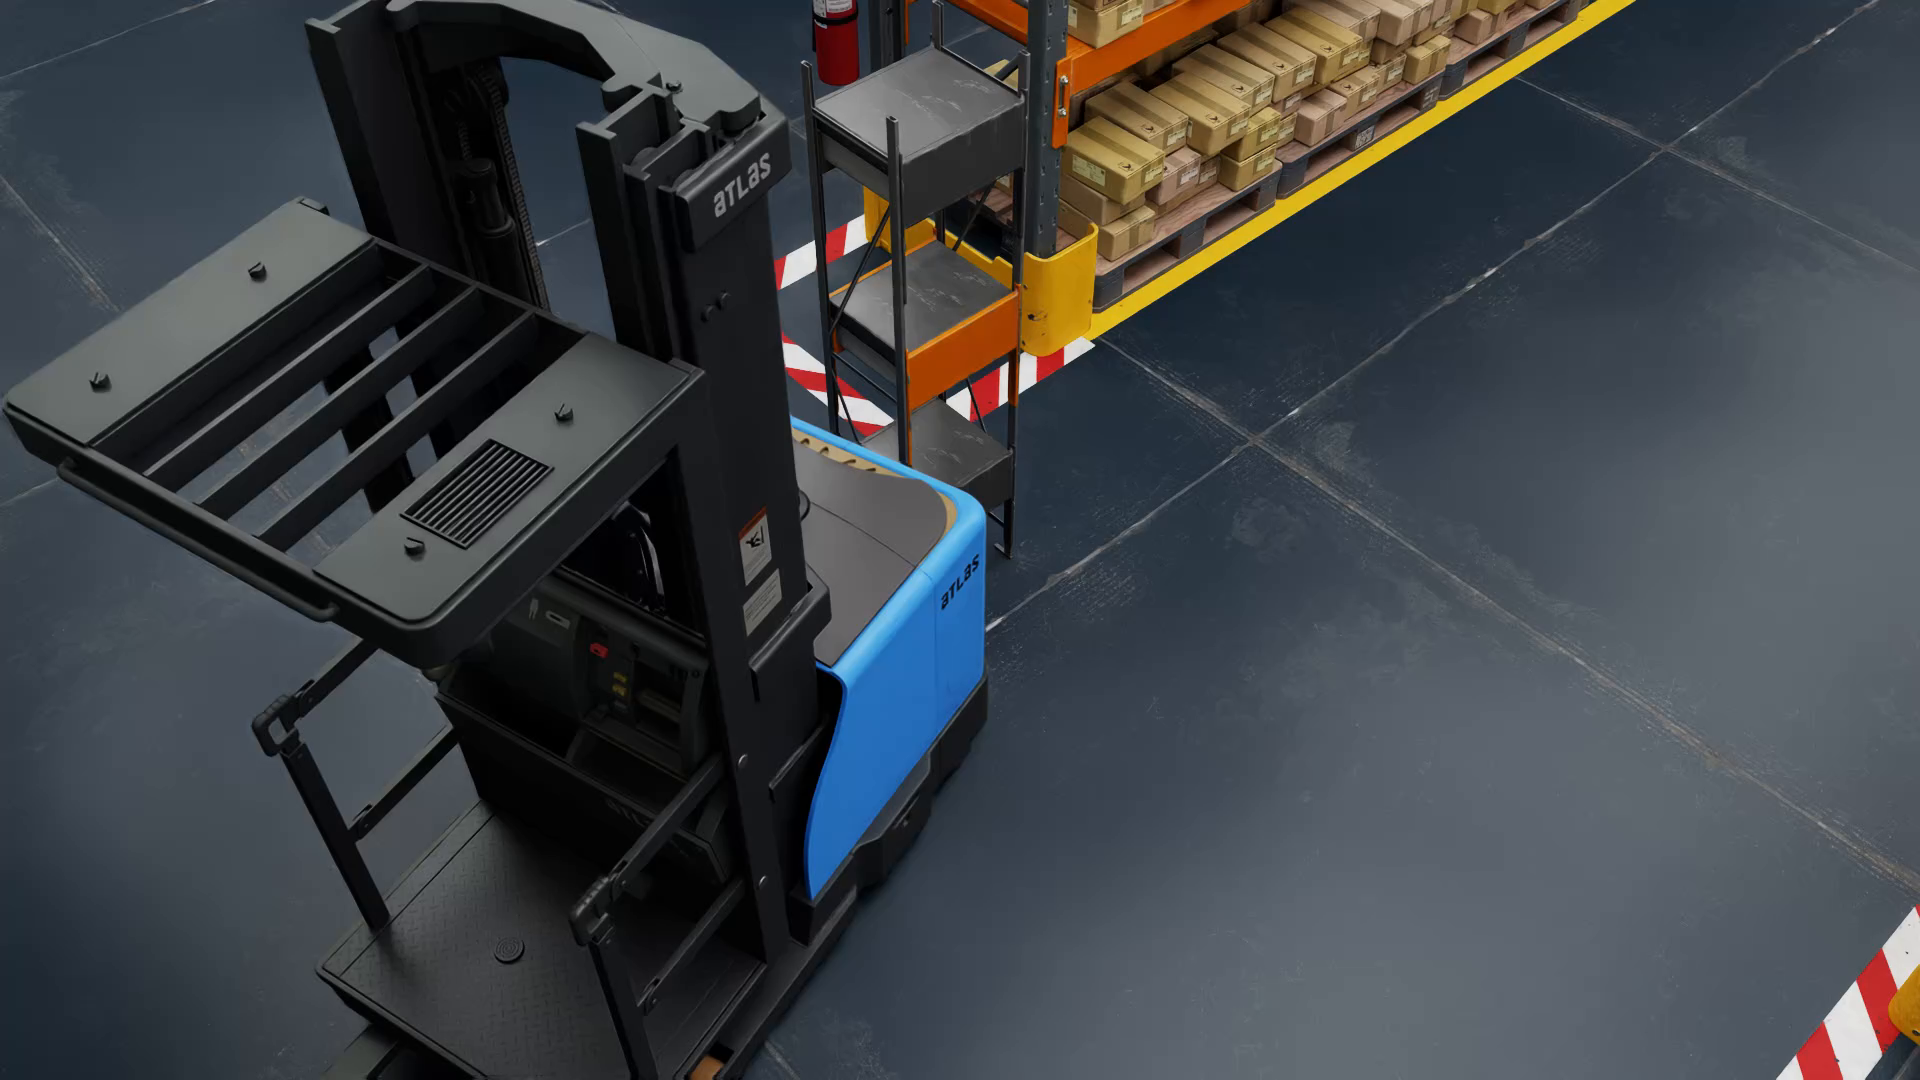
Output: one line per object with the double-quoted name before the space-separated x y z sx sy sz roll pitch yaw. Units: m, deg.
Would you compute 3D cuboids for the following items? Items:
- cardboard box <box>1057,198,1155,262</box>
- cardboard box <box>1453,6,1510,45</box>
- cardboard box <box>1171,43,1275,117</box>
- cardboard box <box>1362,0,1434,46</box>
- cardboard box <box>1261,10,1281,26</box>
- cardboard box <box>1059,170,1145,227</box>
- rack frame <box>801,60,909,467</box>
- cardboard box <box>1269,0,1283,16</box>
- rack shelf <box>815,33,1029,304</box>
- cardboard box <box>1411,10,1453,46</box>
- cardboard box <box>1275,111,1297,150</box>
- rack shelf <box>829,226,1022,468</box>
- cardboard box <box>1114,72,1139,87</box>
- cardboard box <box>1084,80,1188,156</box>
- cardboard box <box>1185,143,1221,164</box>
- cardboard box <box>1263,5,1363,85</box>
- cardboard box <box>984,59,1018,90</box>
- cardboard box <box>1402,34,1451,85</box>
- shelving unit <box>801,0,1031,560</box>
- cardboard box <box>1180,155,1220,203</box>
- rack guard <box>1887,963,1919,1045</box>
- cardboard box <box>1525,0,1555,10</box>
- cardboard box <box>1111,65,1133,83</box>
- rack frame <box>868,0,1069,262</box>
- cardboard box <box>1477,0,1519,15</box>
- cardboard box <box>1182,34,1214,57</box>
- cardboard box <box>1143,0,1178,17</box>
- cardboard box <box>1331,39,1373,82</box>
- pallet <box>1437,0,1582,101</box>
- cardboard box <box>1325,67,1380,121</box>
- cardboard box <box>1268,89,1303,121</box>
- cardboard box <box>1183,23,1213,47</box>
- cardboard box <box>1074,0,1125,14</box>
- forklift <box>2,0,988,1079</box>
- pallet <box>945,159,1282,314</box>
"cardboard box" 0.613 -1.388 7.144 0.250 0.149 0.380 -33 55 -26
"cardboard box" 2.508 -2.653 8.311 0.250 0.149 0.380 -36 57 -28
"cardboard box" 1.149 -2.004 7.307 0.380 0.149 0.250 36 57 29
"cardboard box" 1.966 -2.480 7.747 0.250 0.149 0.380 -36 57 -28
"cardboard box" 1.353 -2.609 8.068 0.250 0.149 0.380 -33 55 -27
"cardboard box" 0.570 -1.524 7.067 0.250 0.149 0.380 -32 55 -26
"rack frame" -0.303 -0.510 5.291 0.015 2.100 0.400 -34 56 -27
"cardboard box" 1.402 -2.666 7.918 0.250 0.149 0.380 -33 56 -27
"rack shelf" -0.122 -1.096 4.898 0.480 0.518 0.431 -34 56 -27
"cardboard box" 2.145 -2.563 8.026 0.250 0.149 0.380 -32 55 -26
"cardboard box" 1.318 -1.933 7.647 0.250 0.149 0.380 -34 56 -27
"rack shelf" -0.122 -0.621 5.413 0.480 0.518 0.431 -34 56 -27
"cardboard box" 0.592 -2.078 7.578 0.250 0.149 0.380 -36 57 -28
"cardboard box" 0.749 -1.781 7.102 0.250 0.149 0.380 -33 55 -27
"cardboard box" 0.932 -1.797 7.319 0.250 0.149 0.380 -33 55 -27
"cardboard box" 1.586 -2.241 7.526 0.250 0.149 0.380 -33 55 -27
"cardboard box" 0.231 -1.905 7.216 0.250 0.149 0.380 -33 55 -27
"cardboard box" 2.143 -2.390 8.068 0.250 0.149 0.380 -34 56 -27
"shelving unit" -0.122 -0.630 5.403 0.503 2.100 0.431 -34 56 -27
"cardboard box" 0.930 -1.689 7.421 0.250 0.149 0.380 -33 55 -27
"rack guard" 3.254 1.479 4.545 0.348 0.500 1.175 -34 56 -27
"cardboard box" 2.908 -2.902 8.541 0.250 0.149 0.380 -33 55 -27
"cardboard box" 0.562 -2.195 7.483 0.250 0.149 0.380 -35 56 -28
"rack frame" 0.010 -2.128 6.172 0.127 3.000 1.000 -34 56 -27
"cardboard box" 2.572 -2.771 8.217 0.250 0.149 0.380 -36 57 -28
"cardboard box" 0.966 -2.341 7.821 0.250 0.149 0.380 -33 55 -27
"cardboard box" 0.630 -2.173 6.385 0.250 0.149 0.380 -32 55 -26
"cardboard box" 1.707 -2.333 7.813 0.250 0.149 0.380 -31 55 -26
"pallet" 2.496 -2.808 8.698 1.213 0.211 1.003 -34 56 -27
"cardboard box" 1.748 -2.160 7.856 0.250 0.149 0.380 -34 56 -27
"cardboard box" 1.327 -2.048 7.550 0.380 0.149 0.250 36 57 29
"cardboard box" 0.957 -2.451 7.720 0.250 0.149 0.380 -32 55 -26
"cardboard box" 0.528 -2.334 6.092 0.500 0.500 0.500 -31 55 -26
"forklift" -1.105 0.359 3.925 1.130 2.935 3.031 24 52 21
"pallet" 0.691 -1.602 7.585 1.213 0.211 1.003 -34 56 -27
